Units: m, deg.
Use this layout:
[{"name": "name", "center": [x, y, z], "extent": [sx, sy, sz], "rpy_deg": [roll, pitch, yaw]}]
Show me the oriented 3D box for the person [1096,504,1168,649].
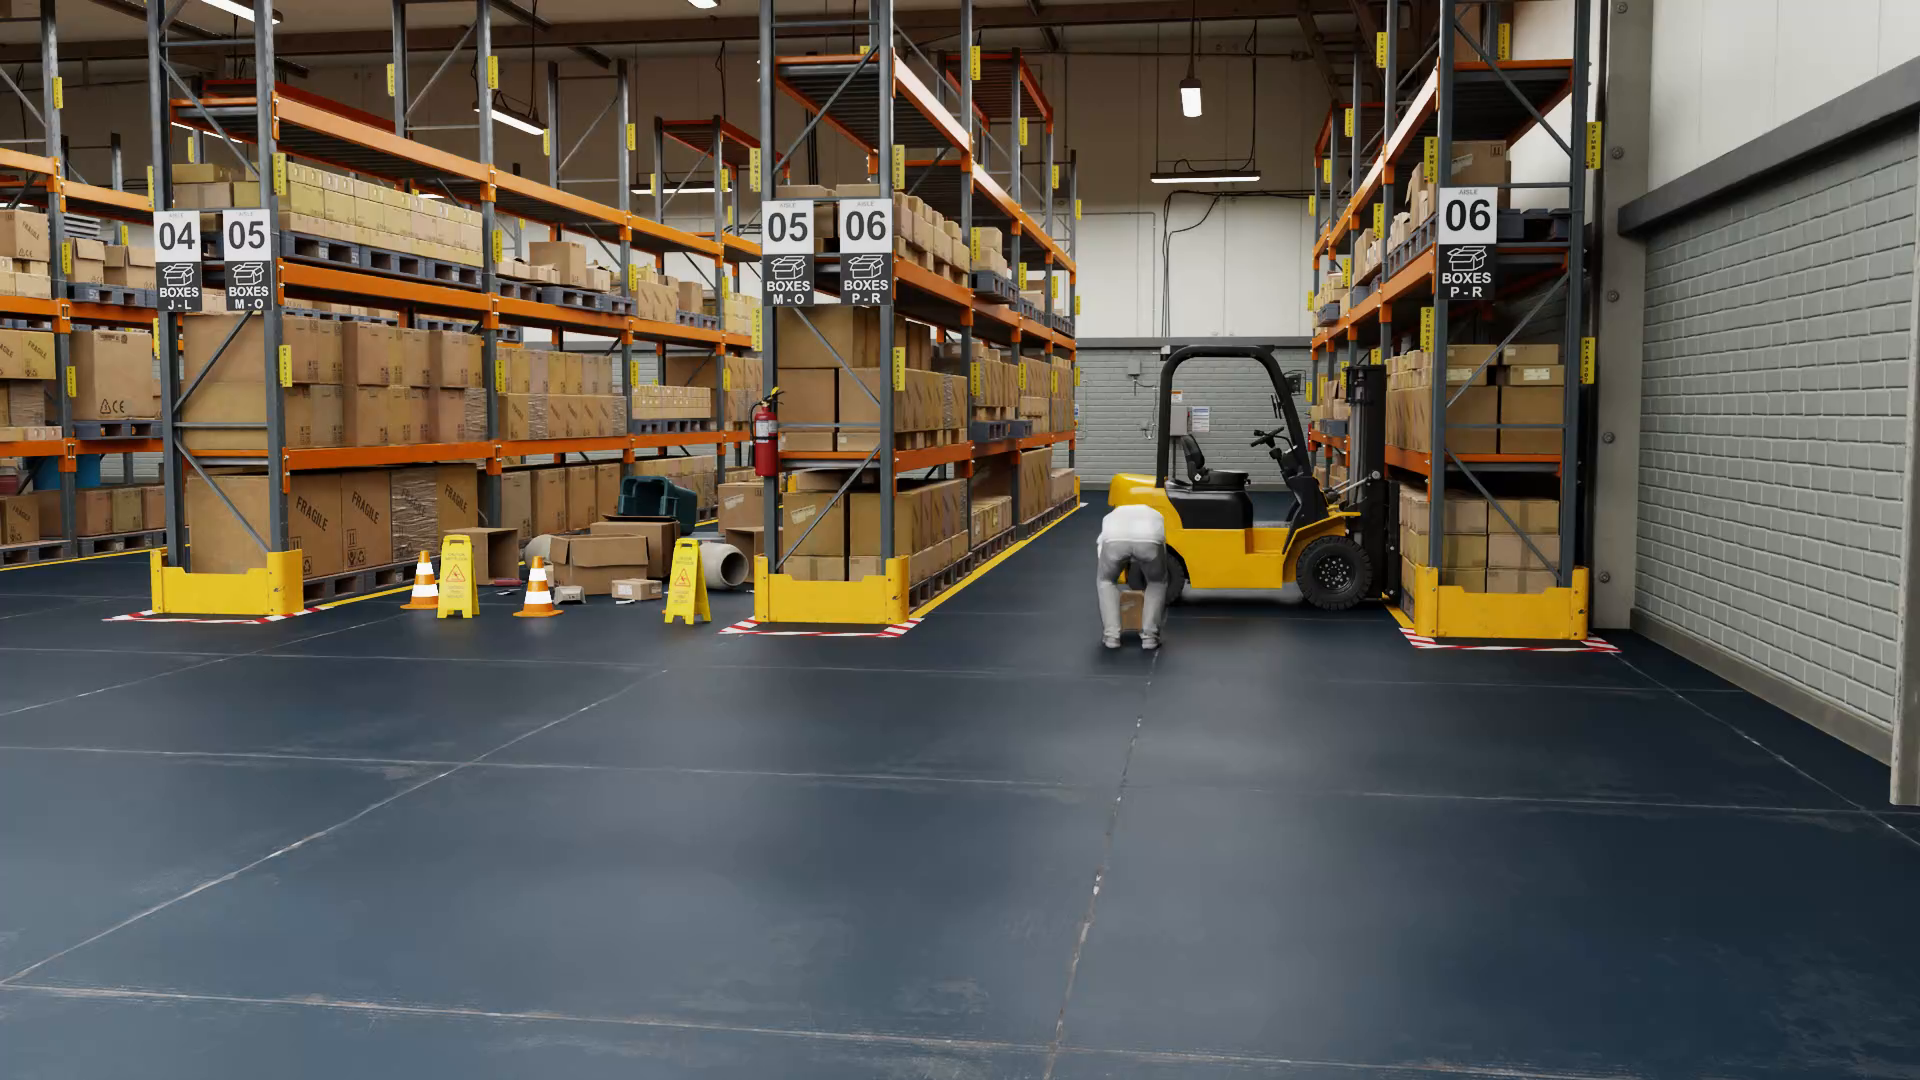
[{"name": "person", "center": [1.200, 0.228, 11.613], "extent": [0.502, 0.979, 0.974], "rpy_deg": [0, 4, 6]}]
